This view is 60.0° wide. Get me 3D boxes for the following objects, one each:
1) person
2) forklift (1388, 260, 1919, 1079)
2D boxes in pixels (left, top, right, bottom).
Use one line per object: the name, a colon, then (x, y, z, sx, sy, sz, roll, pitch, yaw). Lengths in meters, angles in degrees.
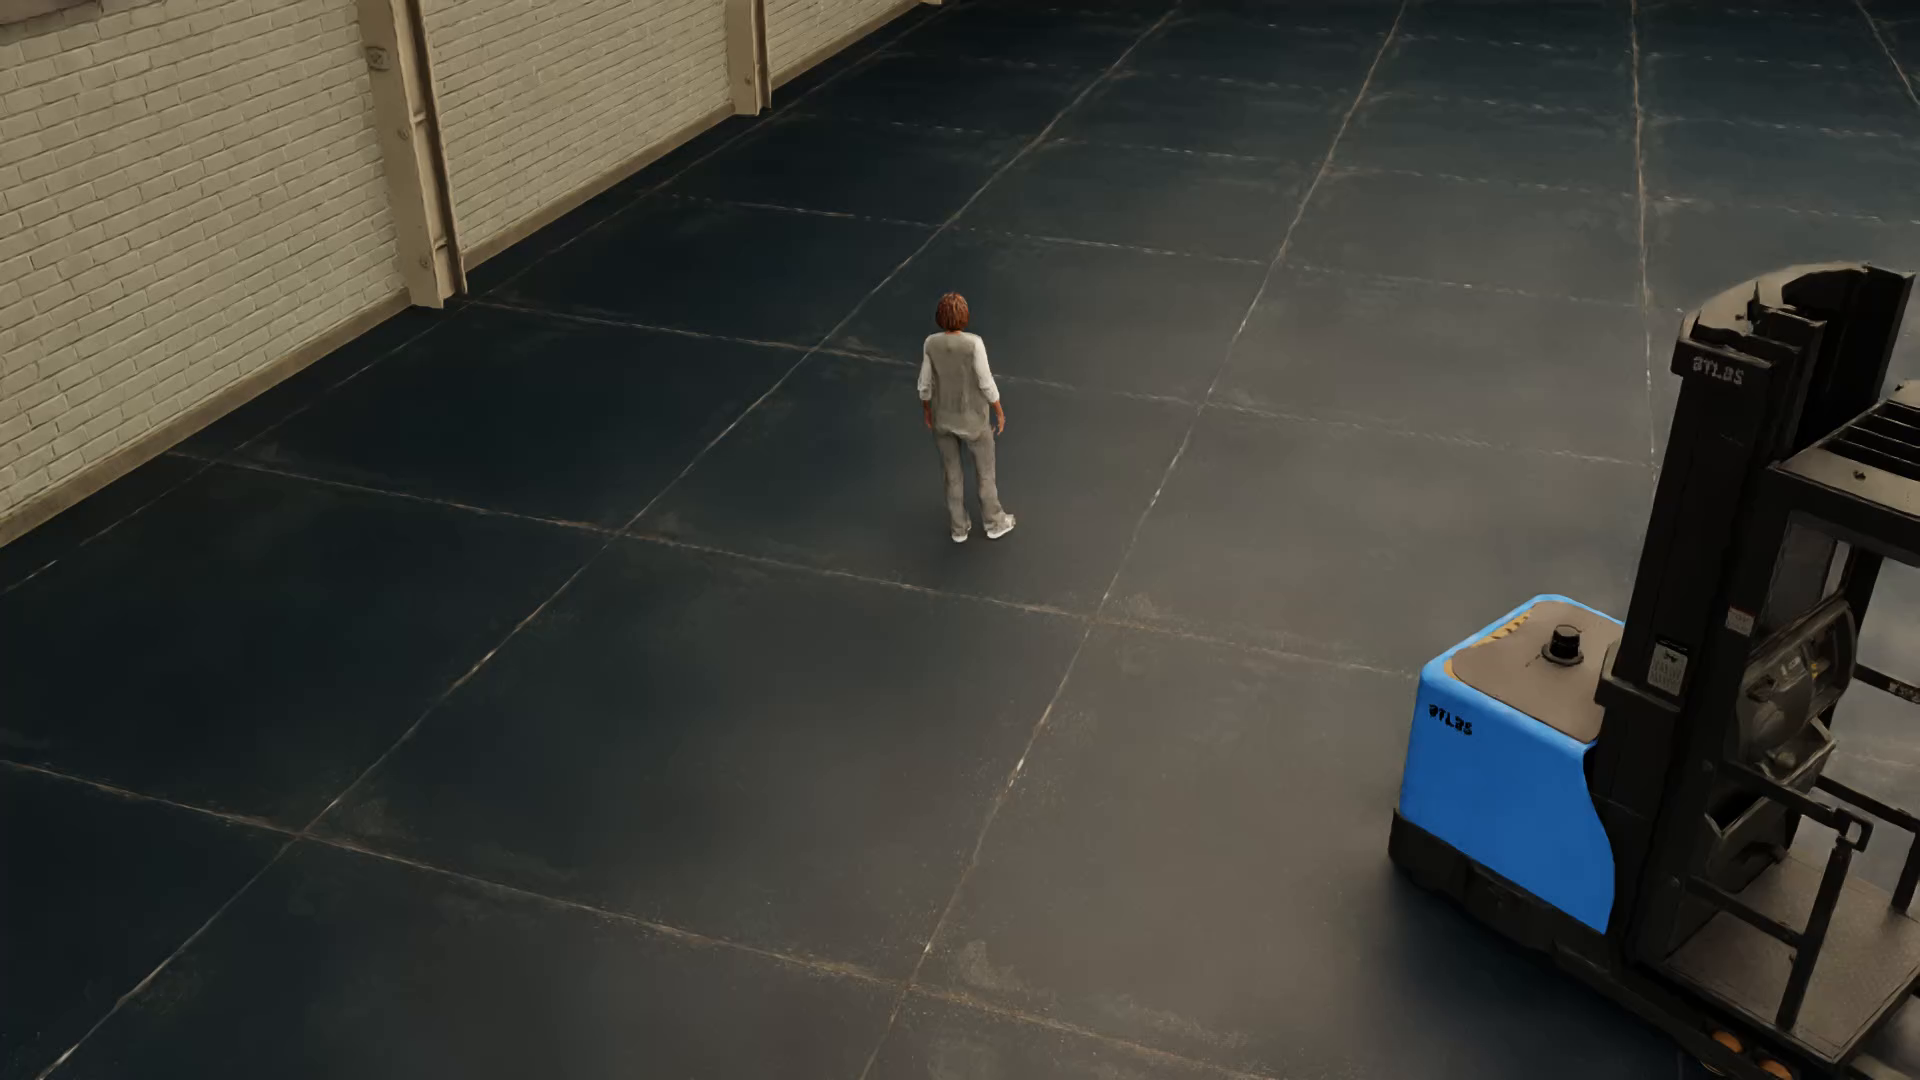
person: (0.037, -0.732, 9.754, 0.521, 1.597, 0.474, 10, 31, 16)
forklift: (3.271, 0.588, 6.105, 1.130, 2.935, 3.031, -23, 37, -35)
